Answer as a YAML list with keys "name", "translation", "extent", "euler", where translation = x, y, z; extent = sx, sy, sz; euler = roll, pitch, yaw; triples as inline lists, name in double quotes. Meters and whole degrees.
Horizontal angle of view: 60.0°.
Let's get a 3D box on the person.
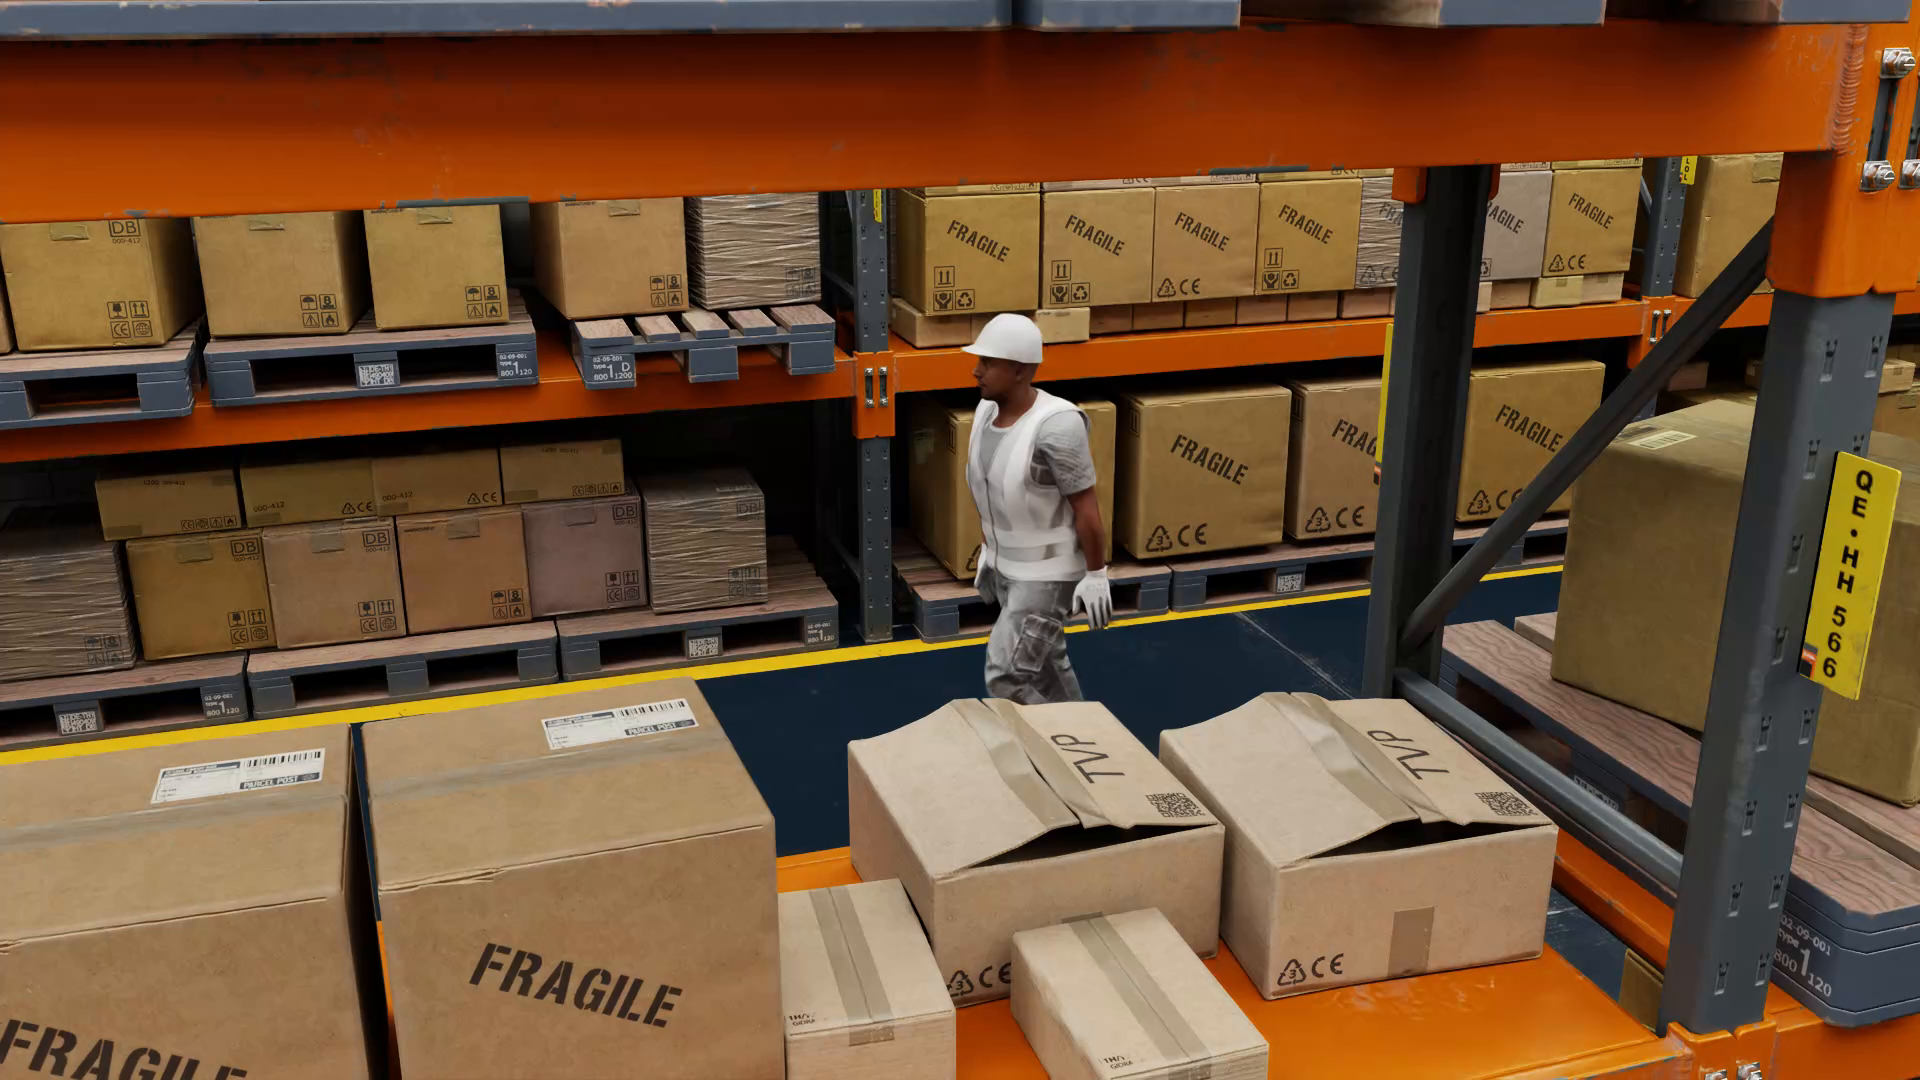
- name: "person"
  translation: [0.252, 0.098, 5.691]
  extent: [0.513, 1.763, 0.594]
  euler: [-8, 21, -23]
